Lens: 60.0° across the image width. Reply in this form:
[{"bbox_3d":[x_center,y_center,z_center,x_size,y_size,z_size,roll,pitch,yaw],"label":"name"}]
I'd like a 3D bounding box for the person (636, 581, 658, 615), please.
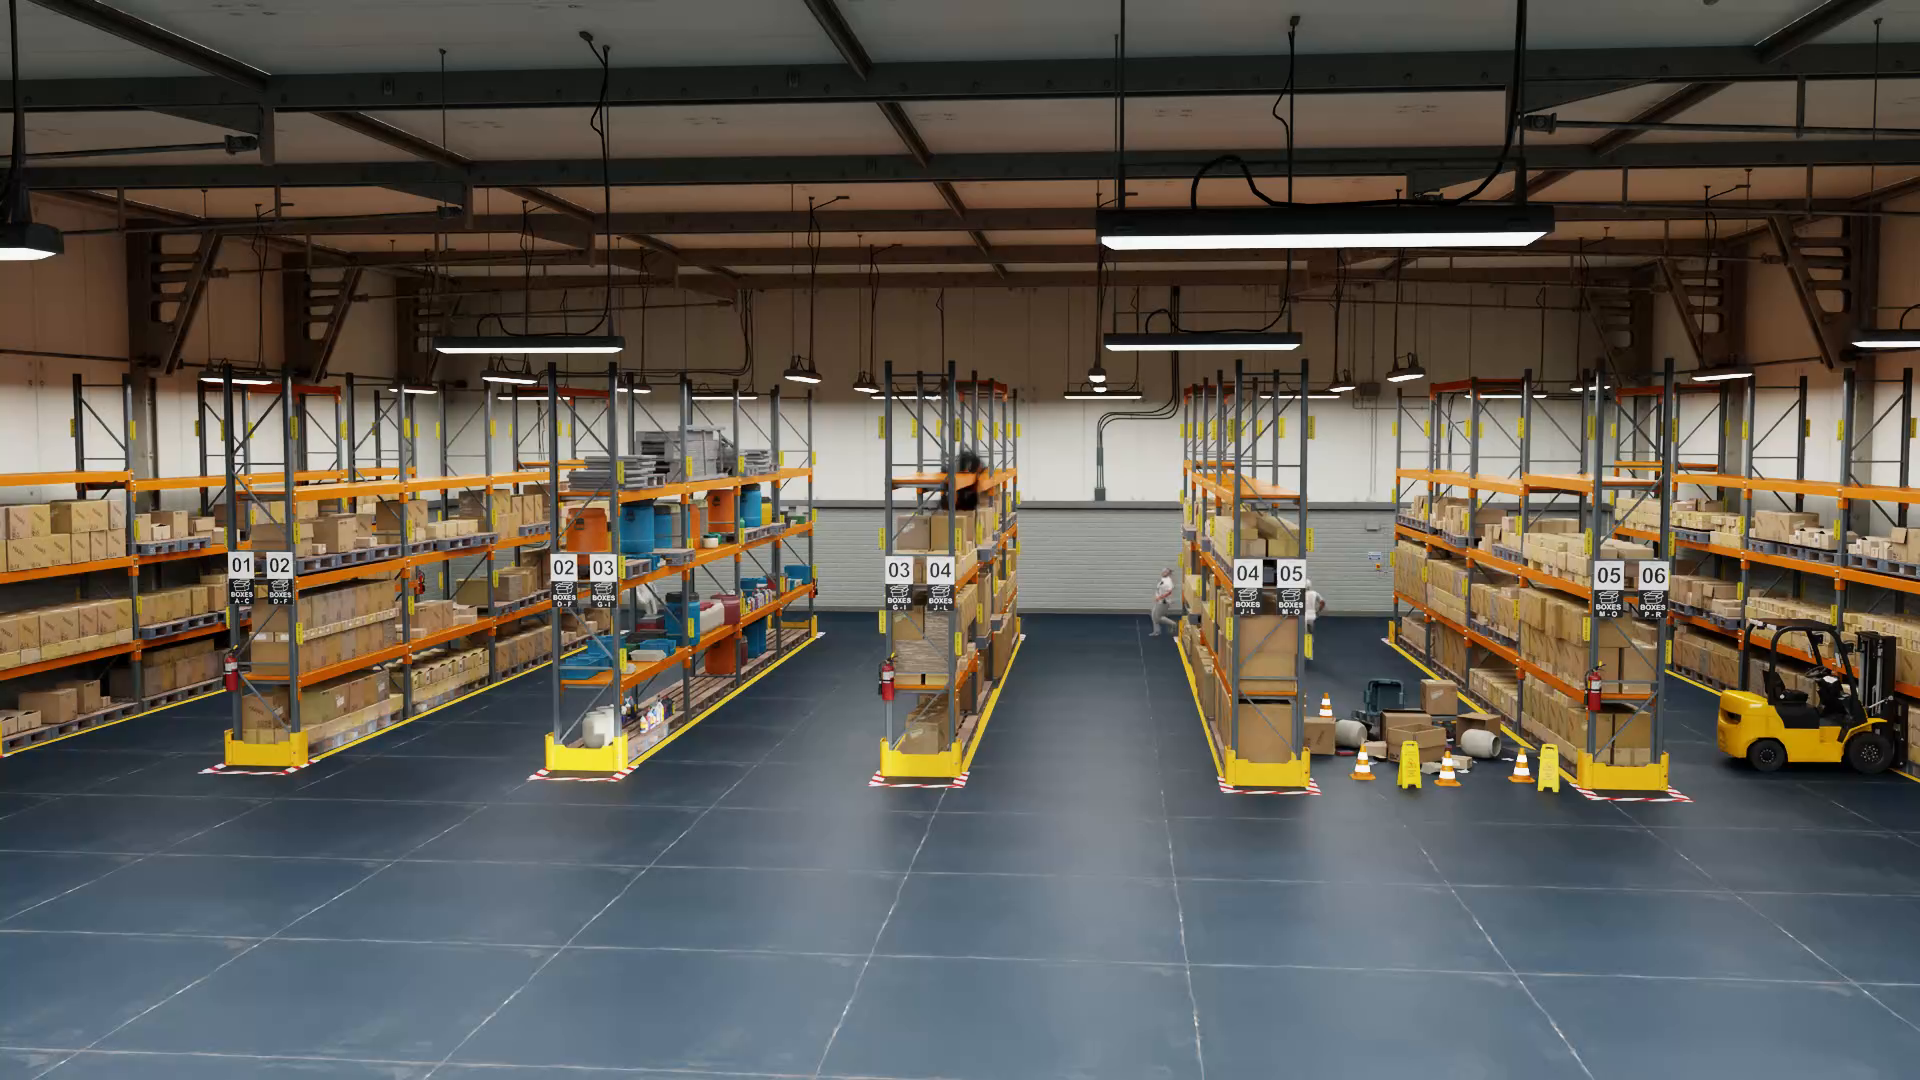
[{"bbox_3d":[-7.784,1.479,41.327,0.672,1.659,0.544,-4,5,-45],"label":"person"}]

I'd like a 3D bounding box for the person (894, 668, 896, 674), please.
[{"bbox_3d":[-1.174,1.976,32.705,0.686,1.721,0.593,0,4,-3],"label":"person"}]

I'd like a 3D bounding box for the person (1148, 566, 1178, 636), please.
[{"bbox_3d":[4.947,1.498,40.404,0.702,1.746,0.715,0,4,-2],"label":"person"}]

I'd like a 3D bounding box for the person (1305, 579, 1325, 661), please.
[{"bbox_3d":[7.493,1.754,35.997,0.655,1.841,0.776,-1,4,-10],"label":"person"}]
